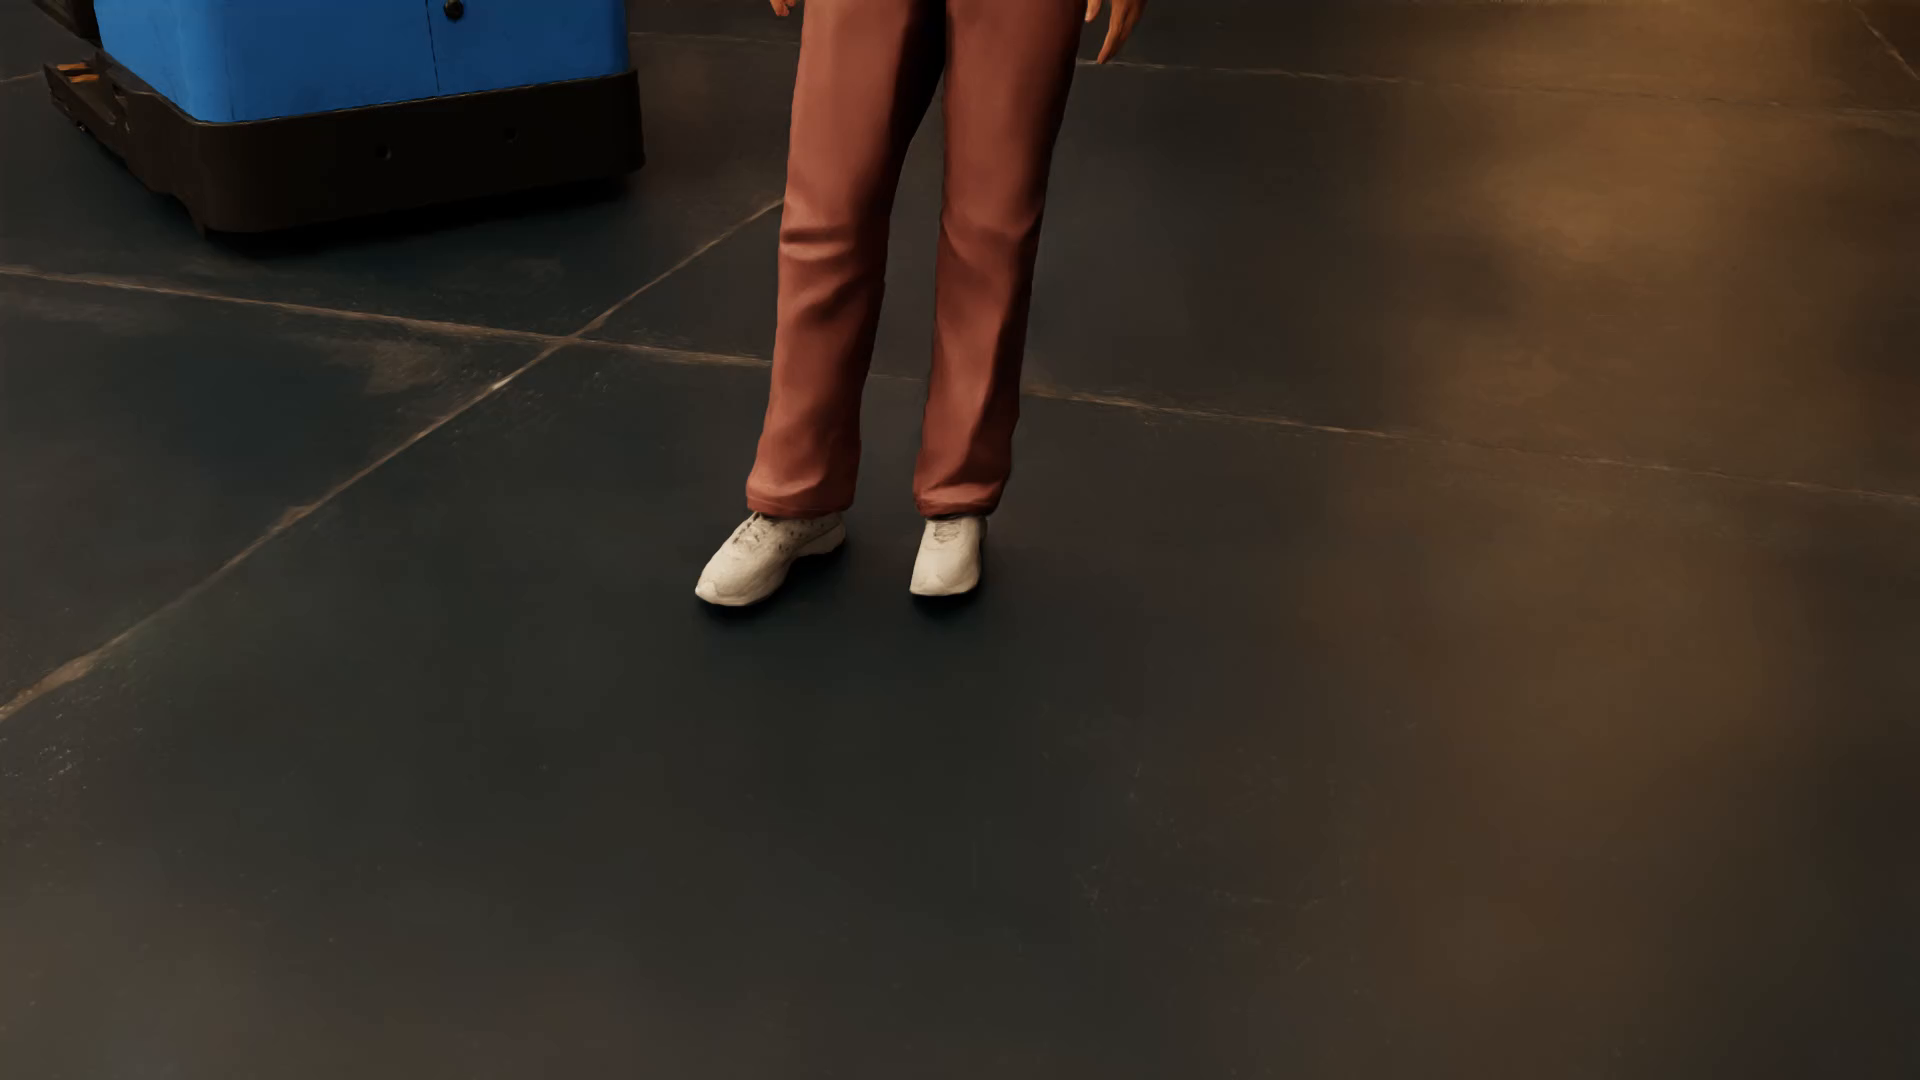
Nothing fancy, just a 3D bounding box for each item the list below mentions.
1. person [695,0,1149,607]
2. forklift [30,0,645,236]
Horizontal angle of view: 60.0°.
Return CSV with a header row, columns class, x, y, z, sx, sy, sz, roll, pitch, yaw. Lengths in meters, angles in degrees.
class,x,y,z,sx,sy,sz,roll,pitch,yaw
person,-0.033,-0.716,2.059,0.554,1.660,0.548,8,28,16
forklift,-2.057,-2.596,4.364,1.130,2.935,3.031,-18,32,-31
